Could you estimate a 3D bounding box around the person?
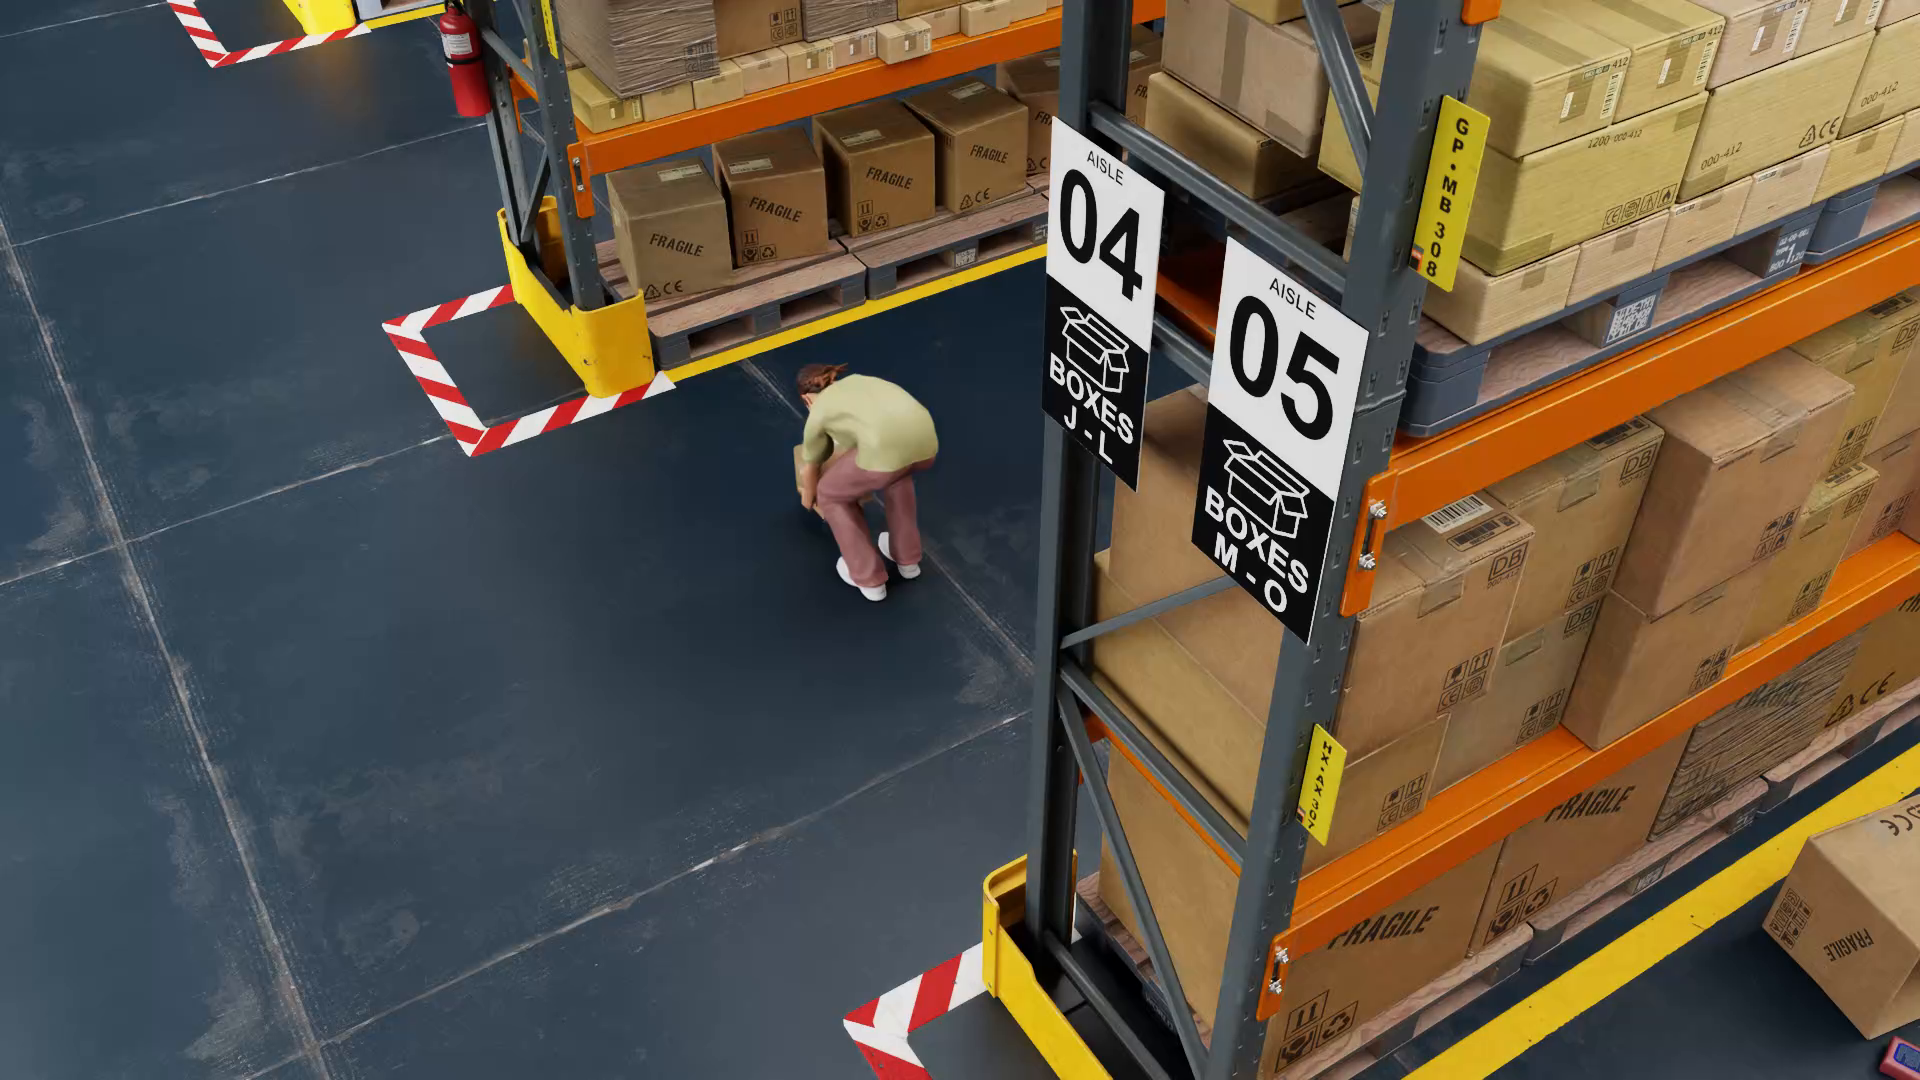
[{"bbox_3d":[-0.428,-0.284,7.073,0.451,0.904,0.856,-25,47,-26],"label":"person"}]
